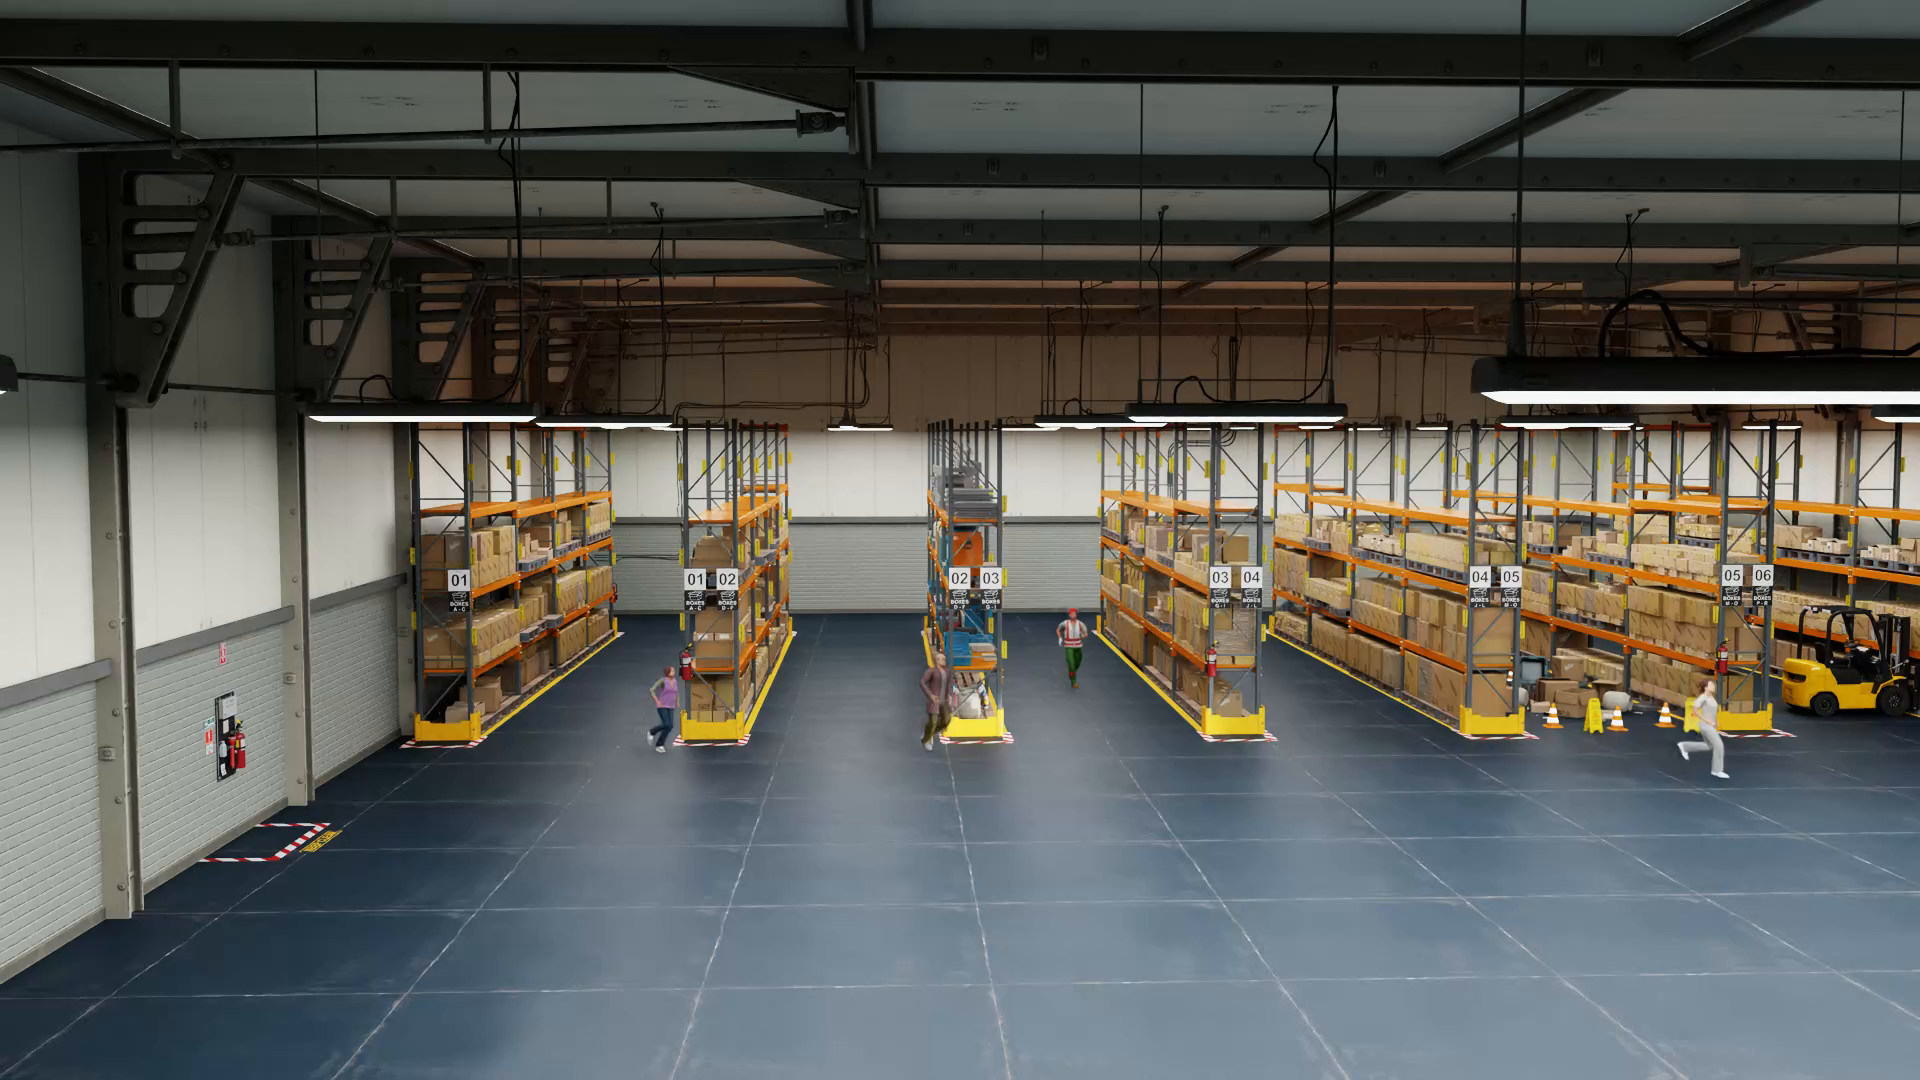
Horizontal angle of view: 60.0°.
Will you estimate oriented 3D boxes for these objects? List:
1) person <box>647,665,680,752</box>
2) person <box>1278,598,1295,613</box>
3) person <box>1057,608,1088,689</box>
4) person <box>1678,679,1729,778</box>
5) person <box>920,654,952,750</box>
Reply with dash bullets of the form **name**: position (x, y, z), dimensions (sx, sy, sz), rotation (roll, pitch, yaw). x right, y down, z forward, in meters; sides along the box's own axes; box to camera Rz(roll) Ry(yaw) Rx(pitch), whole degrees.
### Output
- **person**: position (-5.319, 3.039, 30.092), dimensions (0.502, 1.538, 0.586), rotation (3, 5, 39)
- **person**: position (9.680, 1.734, 48.912), dimensions (0.594, 1.749, 0.690), rotation (0, 4, -3)
- **person**: position (2.546, 2.411, 37.411), dimensions (0.661, 1.765, 1.002), rotation (-1, 4, -12)
- **person**: position (12.495, 3.145, 27.923), dimensions (0.847, 1.629, 0.563), rotation (3, 5, 38)
- **person**: position (-0.385, 2.936, 30.282), dimensions (0.772, 1.726, 0.561), rotation (-3, 5, -40)
